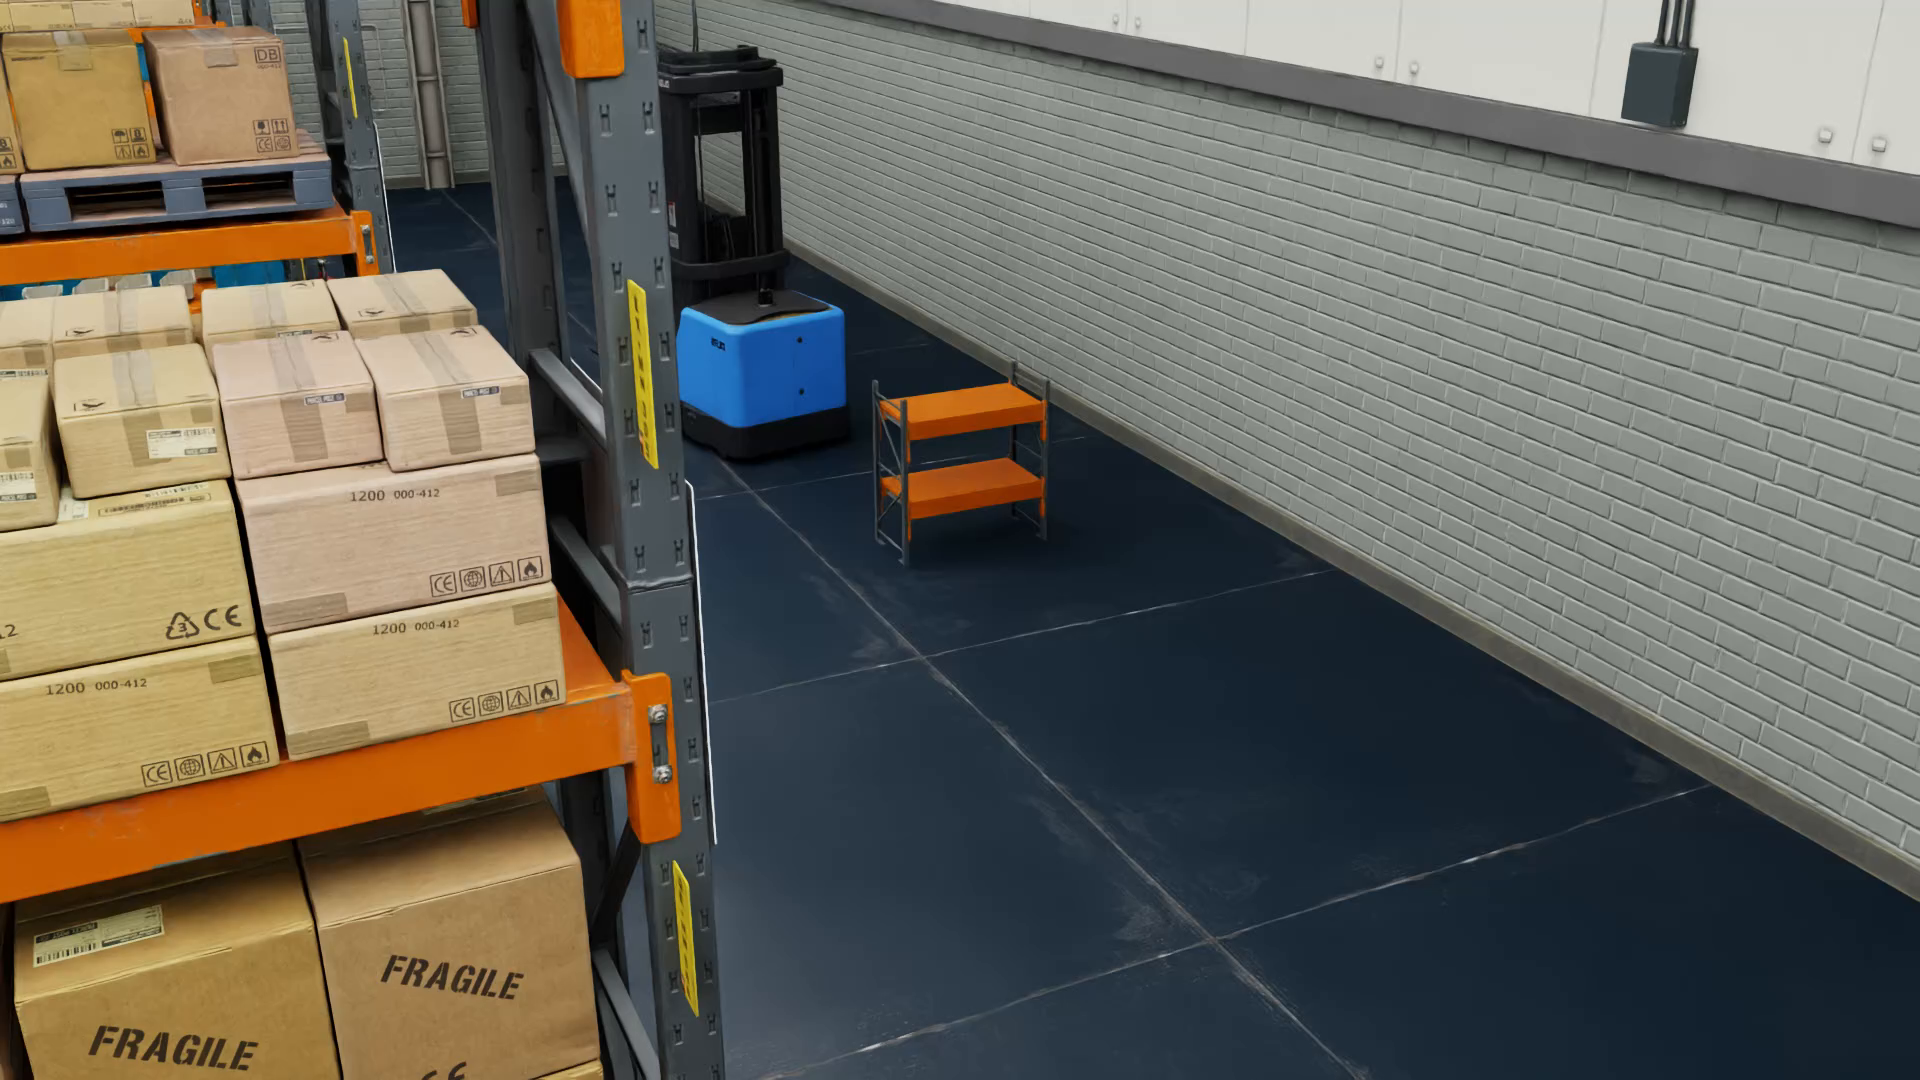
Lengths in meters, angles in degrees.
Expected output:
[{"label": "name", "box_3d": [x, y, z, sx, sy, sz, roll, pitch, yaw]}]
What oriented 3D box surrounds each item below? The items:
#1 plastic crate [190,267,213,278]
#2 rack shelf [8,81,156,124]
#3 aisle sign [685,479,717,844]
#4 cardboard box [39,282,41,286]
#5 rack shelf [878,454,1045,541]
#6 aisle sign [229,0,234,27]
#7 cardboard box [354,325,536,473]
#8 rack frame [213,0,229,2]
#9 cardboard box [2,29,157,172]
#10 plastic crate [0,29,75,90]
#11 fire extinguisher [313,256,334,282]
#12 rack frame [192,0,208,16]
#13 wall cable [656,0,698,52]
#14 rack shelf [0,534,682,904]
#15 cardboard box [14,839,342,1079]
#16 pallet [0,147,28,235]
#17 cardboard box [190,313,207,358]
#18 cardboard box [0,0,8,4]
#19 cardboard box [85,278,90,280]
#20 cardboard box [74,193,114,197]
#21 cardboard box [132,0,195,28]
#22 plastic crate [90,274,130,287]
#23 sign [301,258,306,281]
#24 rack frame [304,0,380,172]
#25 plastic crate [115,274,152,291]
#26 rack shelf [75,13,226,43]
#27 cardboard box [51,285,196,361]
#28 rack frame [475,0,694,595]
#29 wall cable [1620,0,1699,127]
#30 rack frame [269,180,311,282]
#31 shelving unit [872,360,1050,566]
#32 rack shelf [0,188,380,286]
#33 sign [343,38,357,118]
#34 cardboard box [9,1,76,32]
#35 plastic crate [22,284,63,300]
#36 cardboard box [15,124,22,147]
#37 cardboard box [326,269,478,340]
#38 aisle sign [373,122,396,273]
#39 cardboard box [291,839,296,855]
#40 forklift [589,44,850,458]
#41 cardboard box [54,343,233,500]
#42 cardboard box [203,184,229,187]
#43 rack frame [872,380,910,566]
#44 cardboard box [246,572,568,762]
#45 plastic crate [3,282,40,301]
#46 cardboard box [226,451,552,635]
[{"label": "plastic crate", "box_3d": [-5.685, -2.080, 12.619, 0.298, 0.136, 0.250, -10, 25, -24]}, {"label": "rack shelf", "box_3d": [-6.797, -2.848, 11.227, 4.000, 0.370, 1.077, -10, 25, -24]}, {"label": "aisle sign", "box_3d": [-0.591, 0.197, 3.453, 0.004, 0.787, 0.394, -10, 25, -24]}, {"label": "cardboard box", "box_3d": [-9.053, -2.534, 16.137, 0.637, 0.503, 0.797, -10, 25, -24]}, {"label": "rack shelf", "box_3d": [0.006, -0.295, 11.131, 1.000, 0.278, 0.538, -10, 25, -24]}, {"label": "aisle sign", "box_3d": [-6.946, -4.941, 15.865, 0.004, 0.787, 0.394, -10, 25, -24]}, {"label": "cardboard box", "box_3d": [-0.959, -0.269, 3.076, 0.250, 0.149, 0.380, -11, 25, -24]}, {"label": "rack frame", "box_3d": [-7.140, -6.606, 15.442, 0.127, 3.000, 1.000, -10, 25, -24]}, {"label": "cardboard box", "box_3d": [-3.851, -1.935, 7.270, 0.500, 0.500, 0.700, -11, 25, -26]}, {"label": "plastic crate", "box_3d": [-6.491, -3.325, 11.519, 0.767, 0.338, 0.504, -10, 25, -24]}, {"label": "fire extinguisher", "box_3d": [-4.662, -1.787, 12.233, 0.183, 0.674, 0.296, -10, 25, -24]}, {"label": "rack frame", "box_3d": [-9.292, -5.540, 20.713, 0.127, 3.000, 1.000, -10, 25, -24]}, {"label": "wall cable", "box_3d": [-4.040, -7.693, 22.128, 0.112, 2.526, 3.097, -10, 25, -24]}, {"label": "rack shelf", "box_3d": [-2.589, 0.585, 2.933, 4.000, 0.370, 1.077, -10, 25, -24]}, {"label": "cardboard box", "box_3d": [-1.548, 0.907, 3.310, 0.500, 0.500, 0.500, -11, 25, -25]}, {"label": "pallet", "box_3d": [-4.612, -1.434, 6.986, 1.213, 0.211, 1.003, -10, 25, -24]}, {"label": "cardboard box", "box_3d": [-3.847, -0.764, 8.001, 0.500, 0.500, 0.500, -11, 25, -25]}, {"label": "cardboard box", "box_3d": [-8.842, -4.958, 14.927, 0.500, 0.250, 0.500, -10, 25, -24]}, {"label": "cardboard box", "box_3d": [-8.392, -2.444, 16.253, 0.500, 0.250, 0.500, -10, 25, -24]}, {"label": "cardboard box", "box_3d": [-8.343, -3.544, 15.758, 0.500, 0.500, 0.500, -10, 25, -23]}, {"label": "cardboard box", "box_3d": [-7.488, -4.974, 15.619, 0.500, 0.250, 0.500, -10, 25, -24]}, {"label": "plastic crate", "box_3d": [-6.296, -1.967, 12.347, 0.298, 0.136, 0.250, -10, 25, -24]}, {"label": "sign", "box_3d": [-4.742, -2.015, 11.982, 0.005, 0.325, 0.100, -10, 25, -24]}, {"label": "rack frame", "box_3d": [-2.847, -3.191, 7.193, 0.127, 3.000, 1.000, -10, 25, -24]}, {"label": "plastic crate", "box_3d": [-5.919, -1.791, 11.922, 0.243, 0.136, 0.396, -10, 25, -24]}, {"label": "rack shelf", "box_3d": [-8.942, -4.556, 15.352, 4.000, 0.370, 1.077, -10, 25, -24]}, {"label": "cardboard box", "box_3d": [-1.691, -0.394, 3.379, 0.250, 0.149, 0.380, -10, 25, -24]}, {"label": "rack frame", "box_3d": [-0.787, -1.465, 3.024, 0.127, 3.000, 1.000, -10, 25, -24]}, {"label": "wall cable", "box_3d": [3.743, -4.428, 5.975, 0.120, 5.999, 2.277, -10, 25, -24]}, {"label": "rack frame", "box_3d": [-4.995, -2.126, 12.464, 0.127, 3.000, 1.000, -10, 25, -24]}, {"label": "shelving unit", "box_3d": [0.006, -0.521, 11.038, 1.048, 1.125, 0.538, -10, 25, -24]}, {"label": "rack shelf", "box_3d": [-4.649, -1.141, 7.103, 4.000, 0.370, 1.077, -10, 25, -24]}, {"label": "sign", "box_3d": [-2.624, -1.988, 7.156, 0.005, 0.325, 0.100, -10, 25, -24]}, {"label": "cardboard box", "box_3d": [-8.389, -4.808, 15.217, 0.500, 0.250, 0.500, -10, 25, -24]}, {"label": "plastic crate", "box_3d": [-6.418, -1.681, 11.656, 0.250, 0.136, 0.298, -10, 25, -24]}, {"label": "cardboard box", "box_3d": [-8.804, -3.917, 15.352, 0.500, 0.500, 0.500, -10, 24, -22]}, {"label": "cardboard box", "box_3d": [-1.177, -0.450, 3.514, 0.250, 0.149, 0.380, -11, 25, -24]}, {"label": "aisle sign", "box_3d": [-2.652, -1.529, 7.623, 0.004, 0.787, 0.394, -10, 25, -24]}, {"label": "cardboard box", "box_3d": [-1.758, 0.730, 3.737, 0.500, 0.500, 0.500, -10, 24, -22]}, {"label": "forklift", "box_3d": [-2.144, -2.475, 13.397, 1.130, 2.935, 3.031, -16, 27, -33]}, {"label": "cardboard box", "box_3d": [-1.455, -0.219, 2.955, 0.250, 0.149, 0.380, -11, 25, -25]}, {"label": "cardboard box", "box_3d": [-7.425, -3.712, 16.165, 0.500, 0.500, 0.500, -10, 24, -22]}, {"label": "rack frame", "box_3d": [-0.452, -0.437, 10.834, 0.032, 1.125, 0.500, -10, 25, -24]}, {"label": "cardboard box", "box_3d": [-1.082, 0.157, 3.223, 0.500, 0.250, 0.500, -11, 25, -25]}, {"label": "plastic crate", "box_3d": [-6.817, -1.881, 12.012, 0.300, 0.233, 0.416, -10, 25, -24]}, {"label": "cardboard box", "box_3d": [-1.091, -0.077, 3.134, 0.500, 0.250, 0.500, -11, 25, -25]}]
